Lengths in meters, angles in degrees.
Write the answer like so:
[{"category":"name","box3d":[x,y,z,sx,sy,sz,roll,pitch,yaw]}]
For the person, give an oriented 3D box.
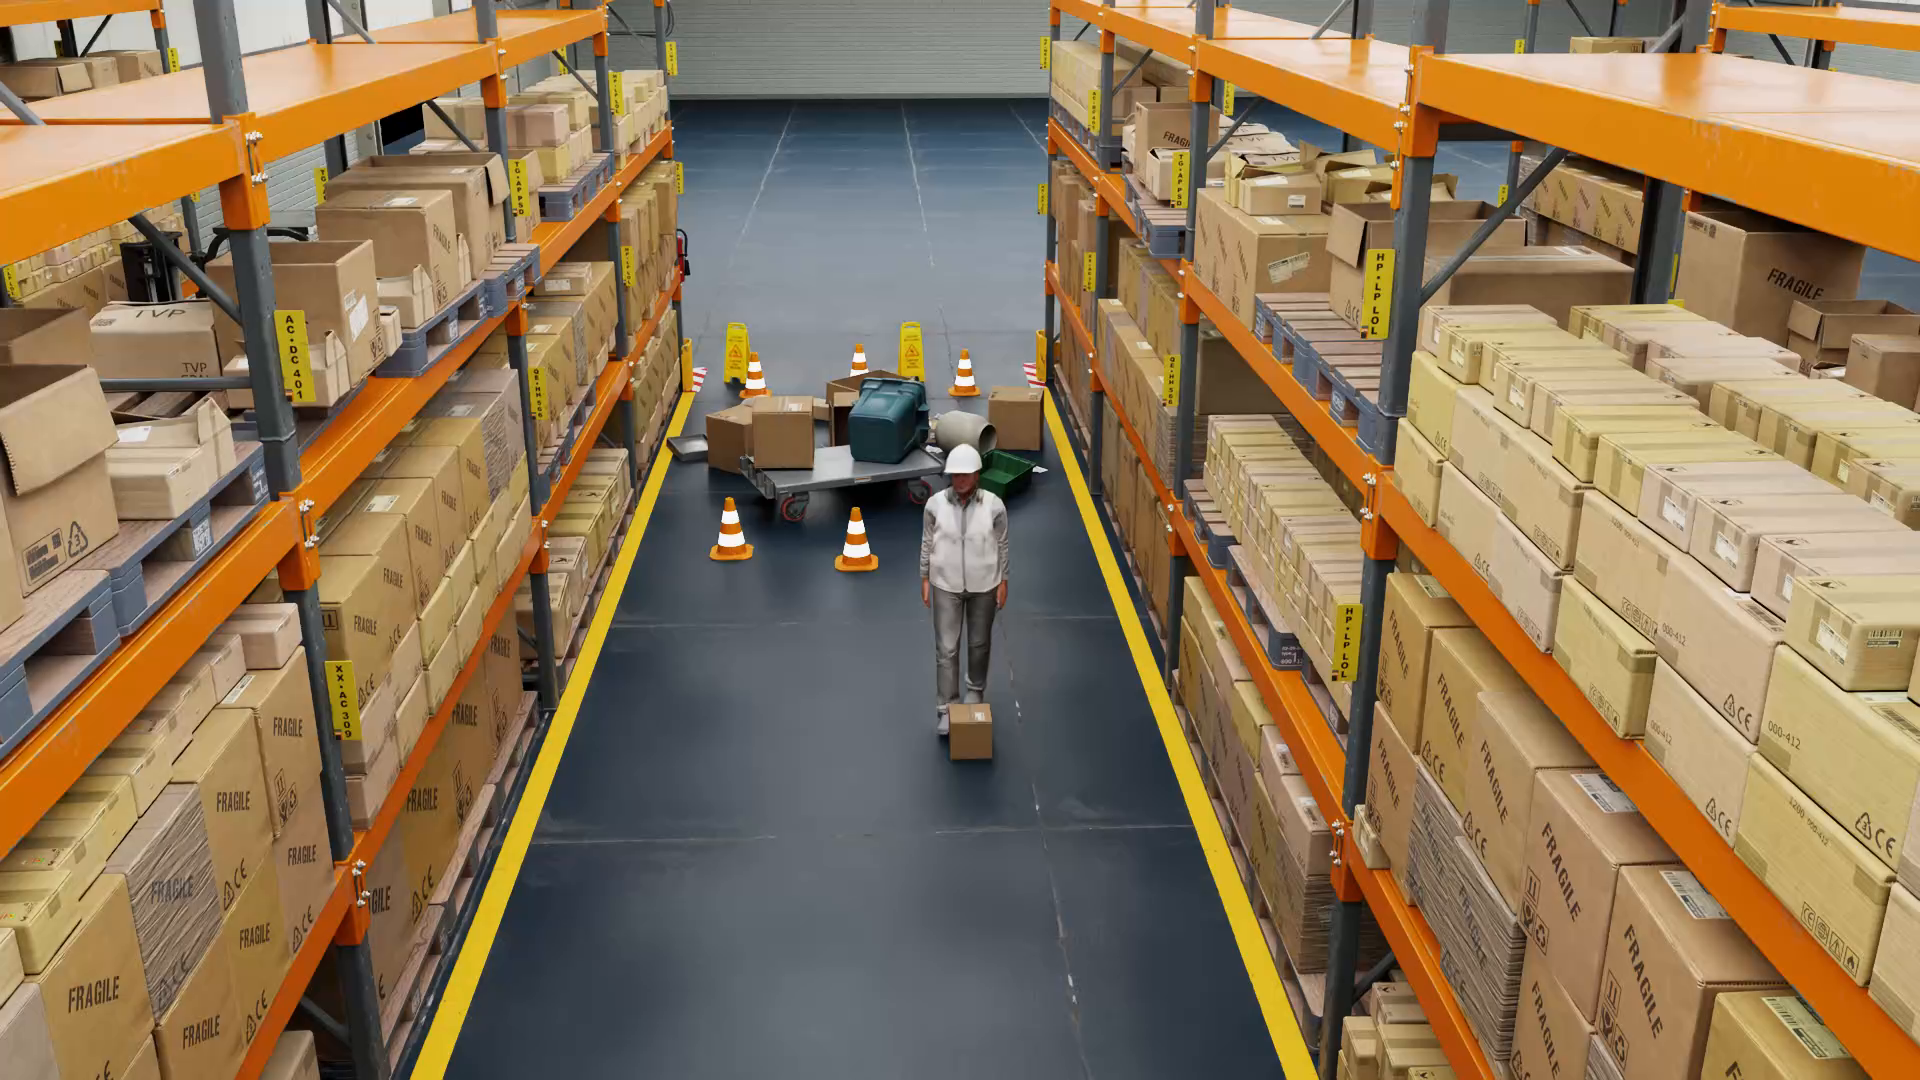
[{"category":"person","box3d":[0.028,0.302,10.213,0.557,1.763,0.742,0,20,0]}]
